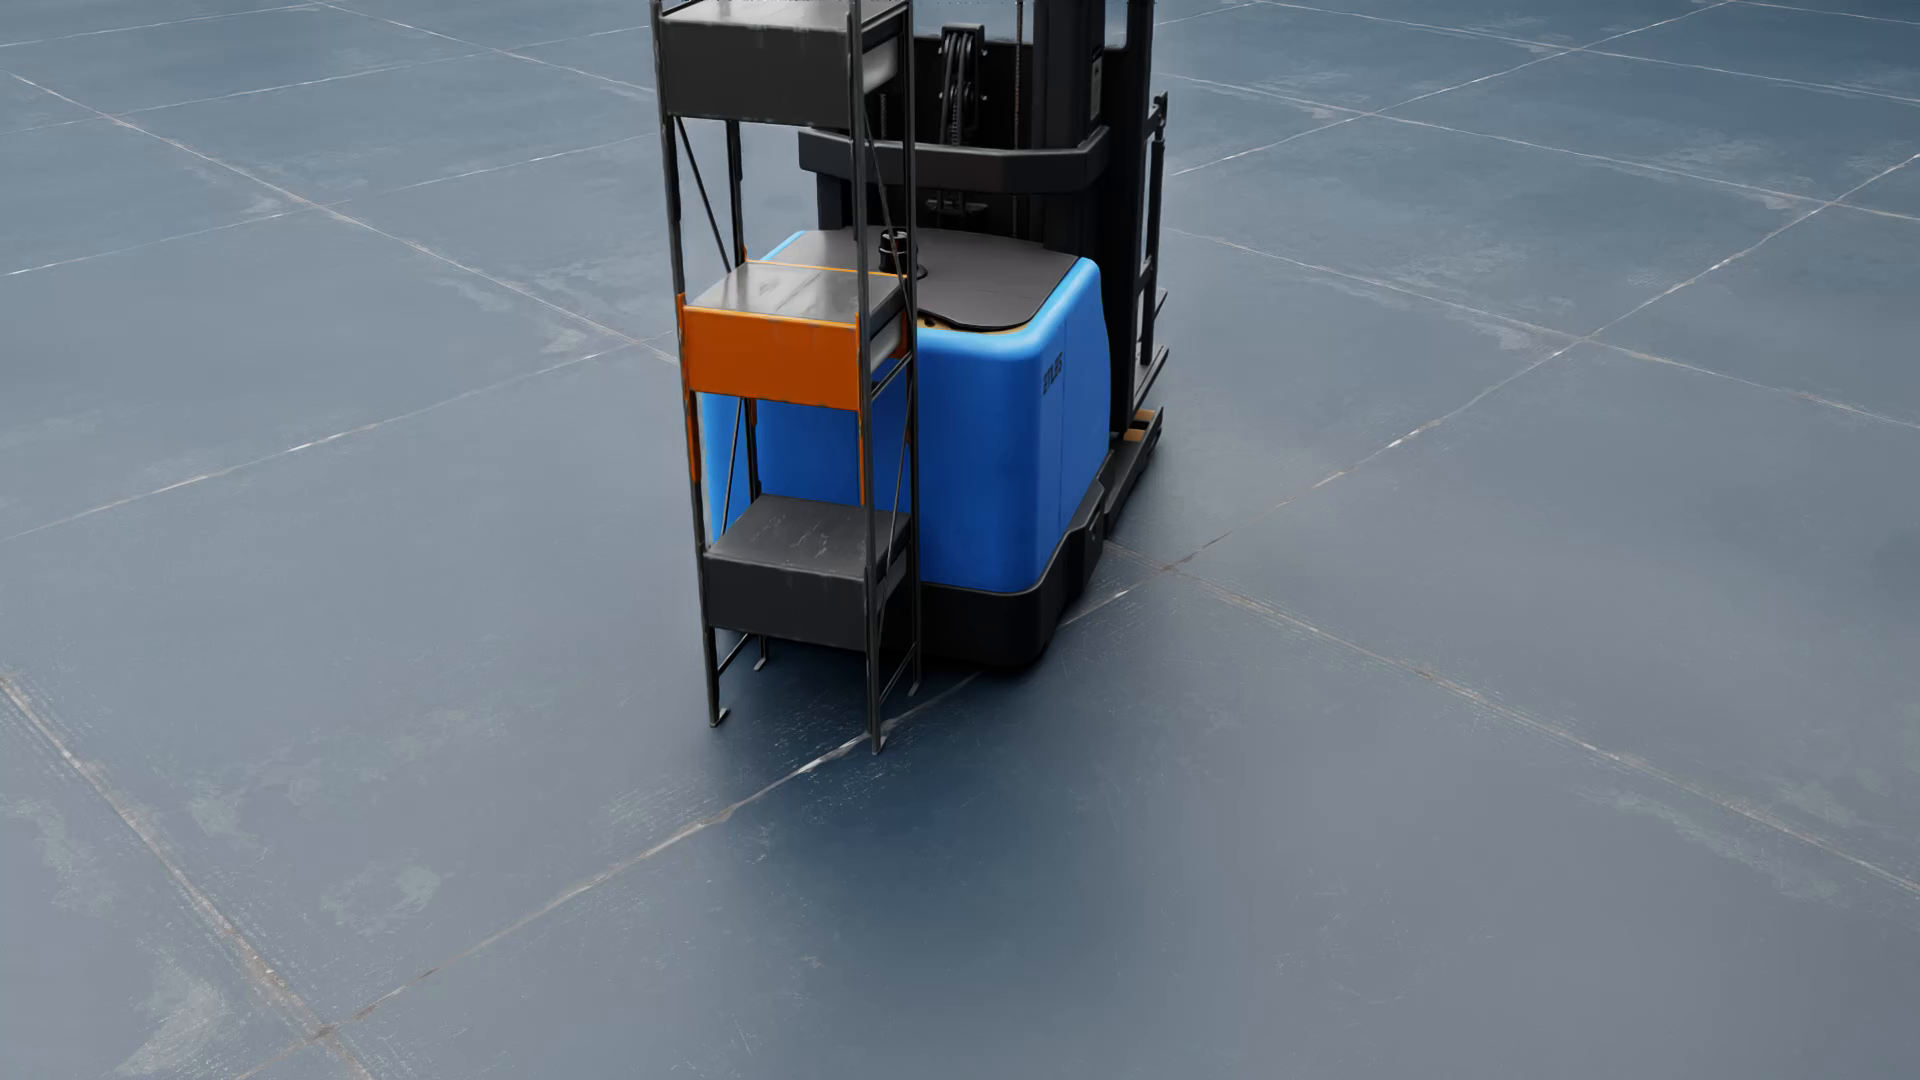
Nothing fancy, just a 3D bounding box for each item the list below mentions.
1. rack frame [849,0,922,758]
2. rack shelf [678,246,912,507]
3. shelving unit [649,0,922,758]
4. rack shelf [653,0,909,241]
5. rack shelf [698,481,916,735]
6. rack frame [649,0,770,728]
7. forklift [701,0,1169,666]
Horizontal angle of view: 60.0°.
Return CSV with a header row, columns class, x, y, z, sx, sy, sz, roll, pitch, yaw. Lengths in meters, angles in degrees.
class,x,y,z,sx,sy,sz,roll,pitch,yaw
rack frame,-0.179,-0.417,4.286,0.015,2.100,0.400,8,29,15
rack shelf,-0.412,-0.438,4.356,0.480,0.518,0.431,8,29,15
shelving unit,-0.412,-0.450,4.350,0.503,2.100,0.431,8,29,15
rack shelf,-0.412,-1.057,4.030,0.480,0.518,0.431,8,29,15
rack shelf,-0.412,0.182,4.682,0.480,0.518,0.431,8,29,15
rack frame,-0.645,-0.483,4.413,0.015,2.100,0.400,8,29,15
forklift,0.149,-1.595,5.634,1.130,2.935,3.031,8,29,15
